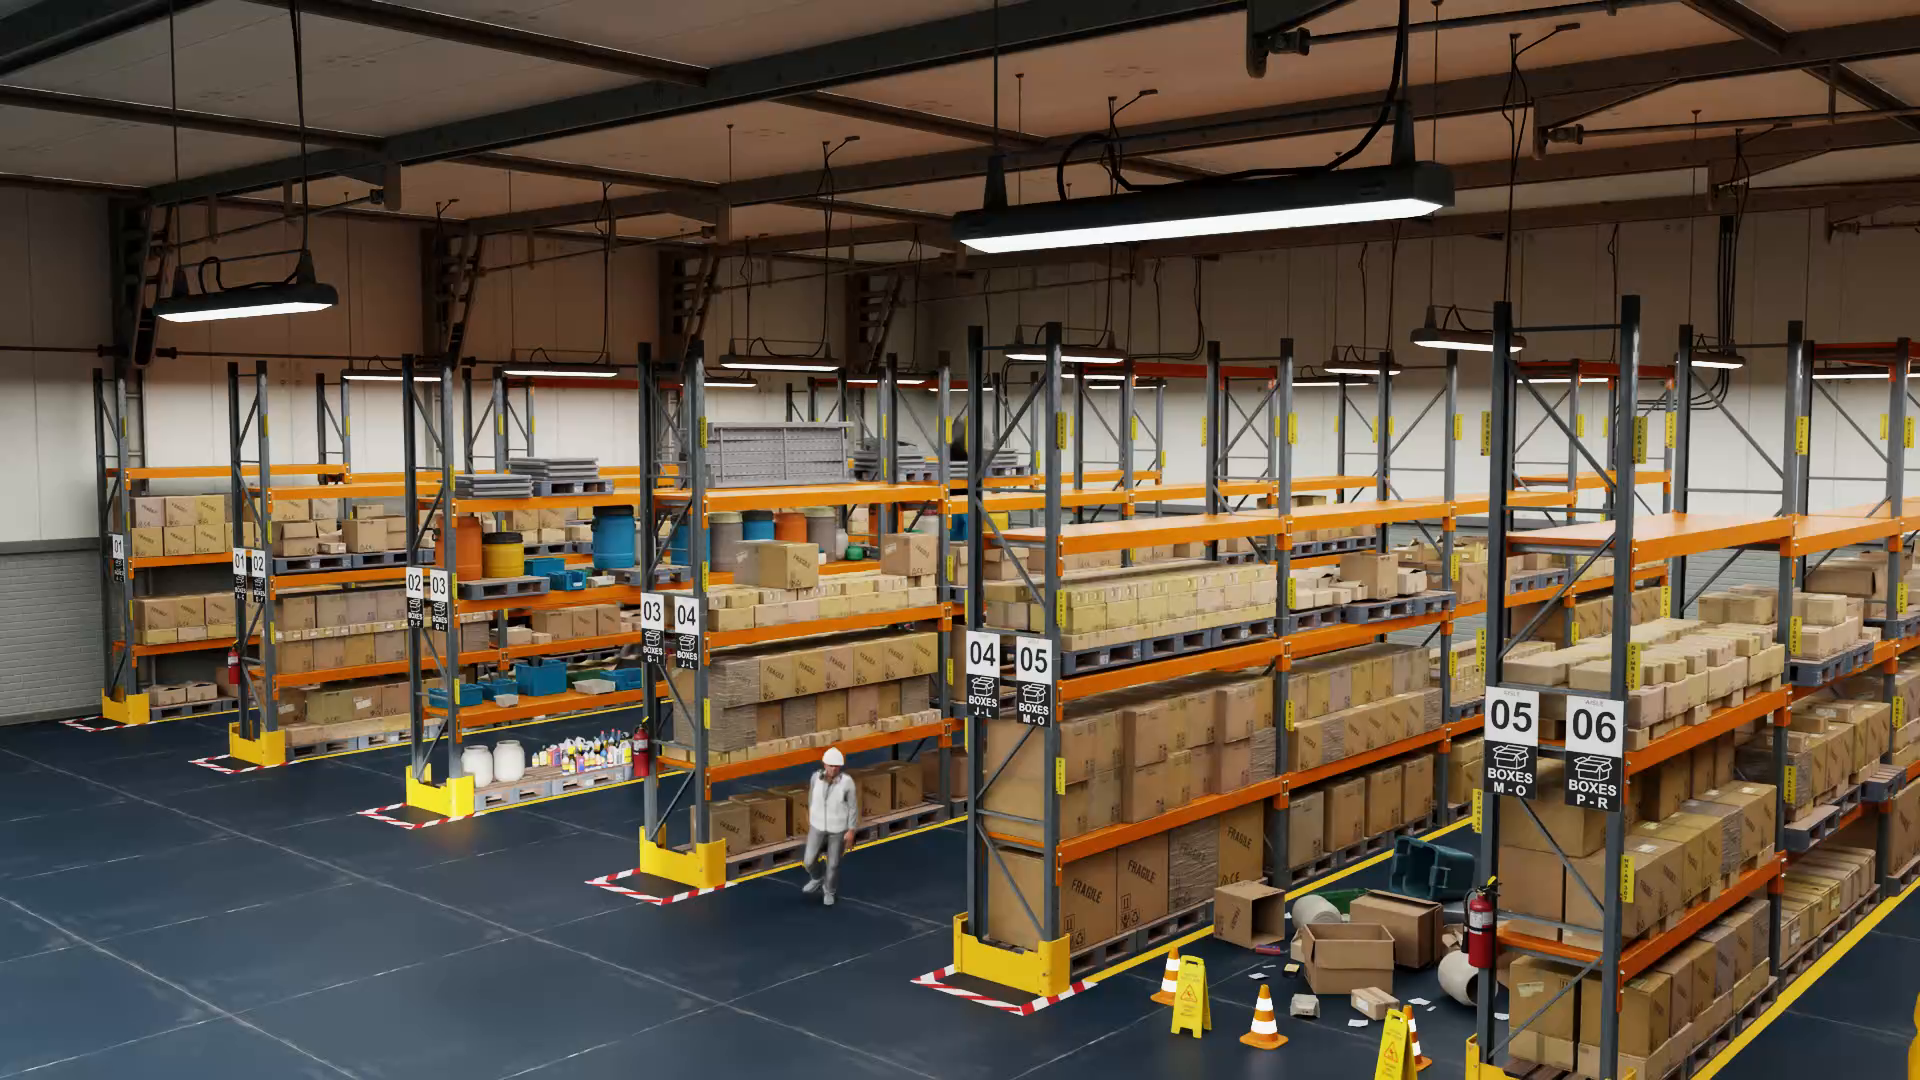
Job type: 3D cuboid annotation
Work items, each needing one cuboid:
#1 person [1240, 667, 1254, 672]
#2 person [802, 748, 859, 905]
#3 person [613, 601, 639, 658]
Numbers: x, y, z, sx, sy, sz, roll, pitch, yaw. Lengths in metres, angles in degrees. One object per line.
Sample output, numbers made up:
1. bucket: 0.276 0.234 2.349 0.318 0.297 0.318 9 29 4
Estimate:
1. person: 4.482 2.607 24.561 0.940 1.516 0.720 -1 4 -18
2. person: -1.379 3.018 17.531 0.675 1.726 0.615 1 4 9
3. person: -6.429 1.975 32.201 0.574 1.660 0.954 3 5 38
